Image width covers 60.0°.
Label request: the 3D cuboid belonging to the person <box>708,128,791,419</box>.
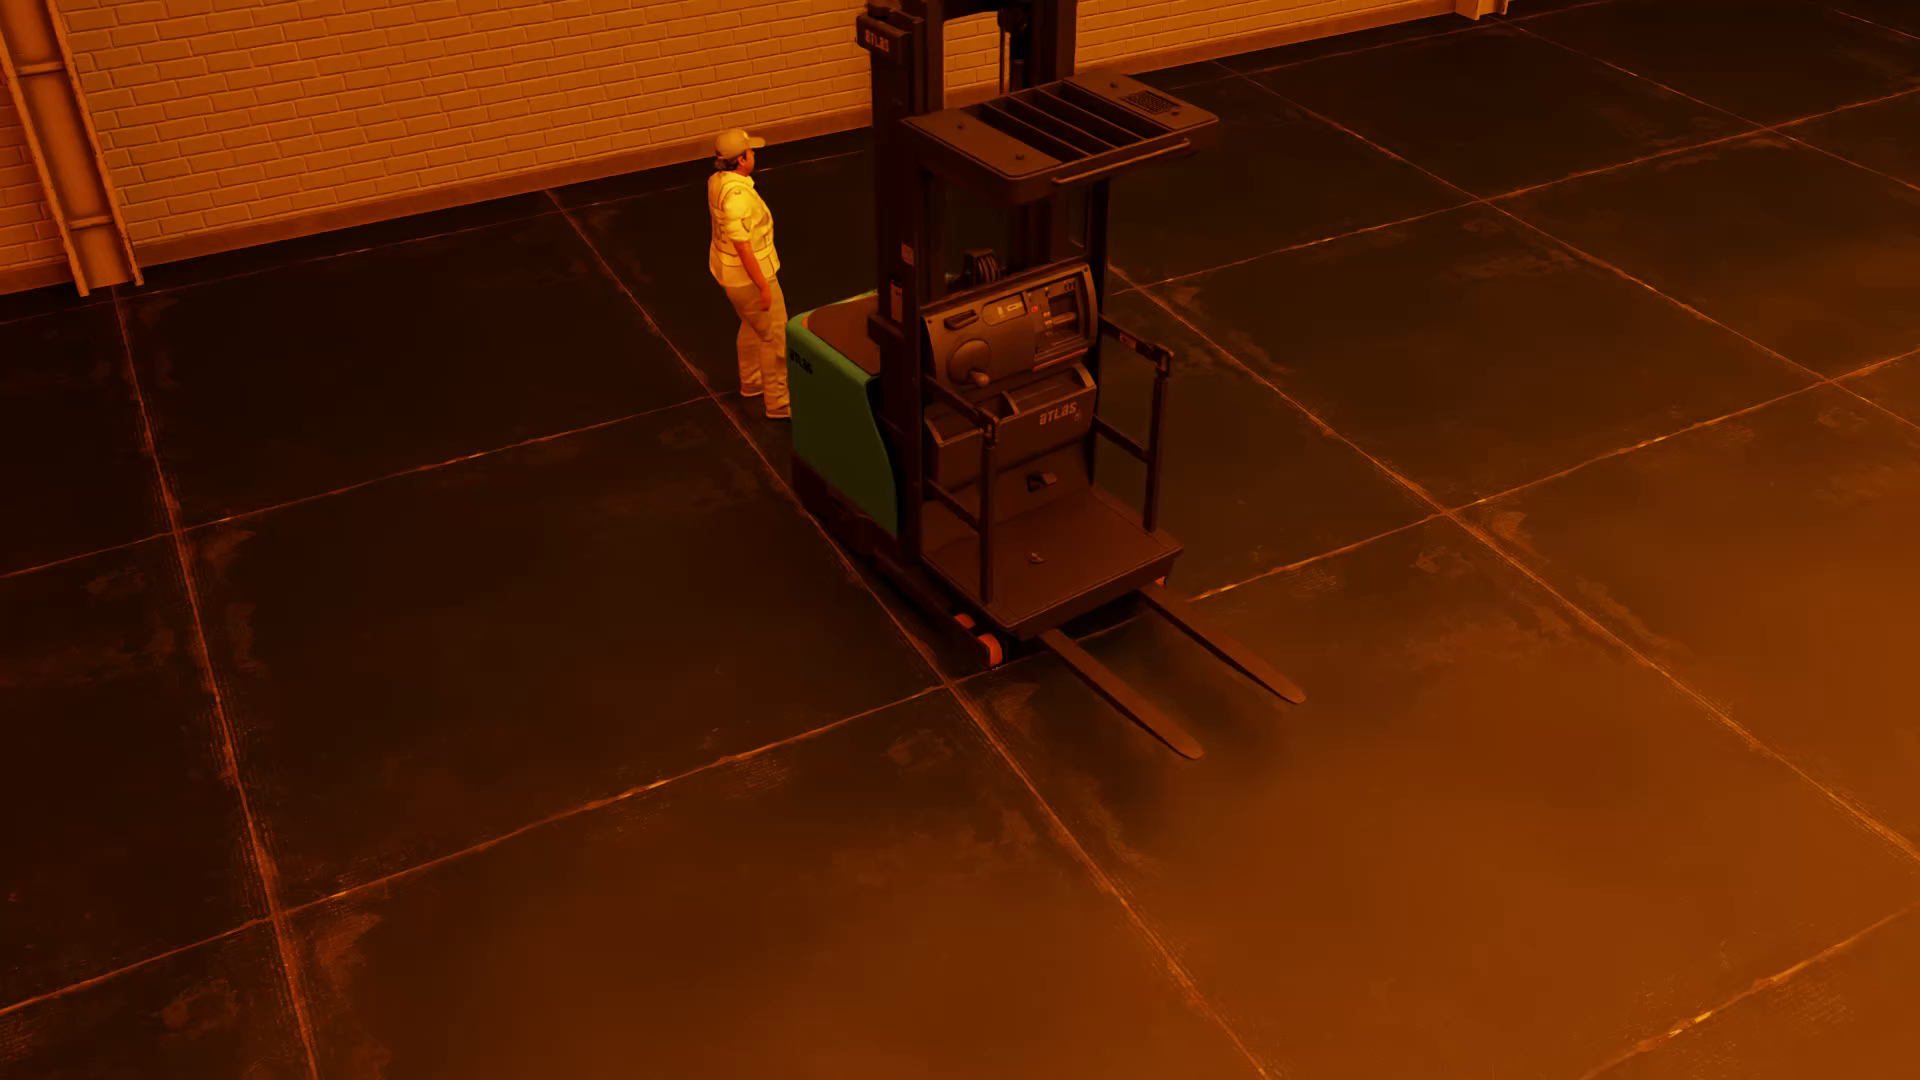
[{"bbox_3d":[-1.150,-1.506,9.349,0.478,1.670,0.588,-14,38,-19],"label":"person"}]

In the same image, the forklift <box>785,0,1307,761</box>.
[{"bbox_3d":[0.367,-0.913,7.415,1.130,2.935,3.031,-23,41,-29],"label":"forklift"}]
